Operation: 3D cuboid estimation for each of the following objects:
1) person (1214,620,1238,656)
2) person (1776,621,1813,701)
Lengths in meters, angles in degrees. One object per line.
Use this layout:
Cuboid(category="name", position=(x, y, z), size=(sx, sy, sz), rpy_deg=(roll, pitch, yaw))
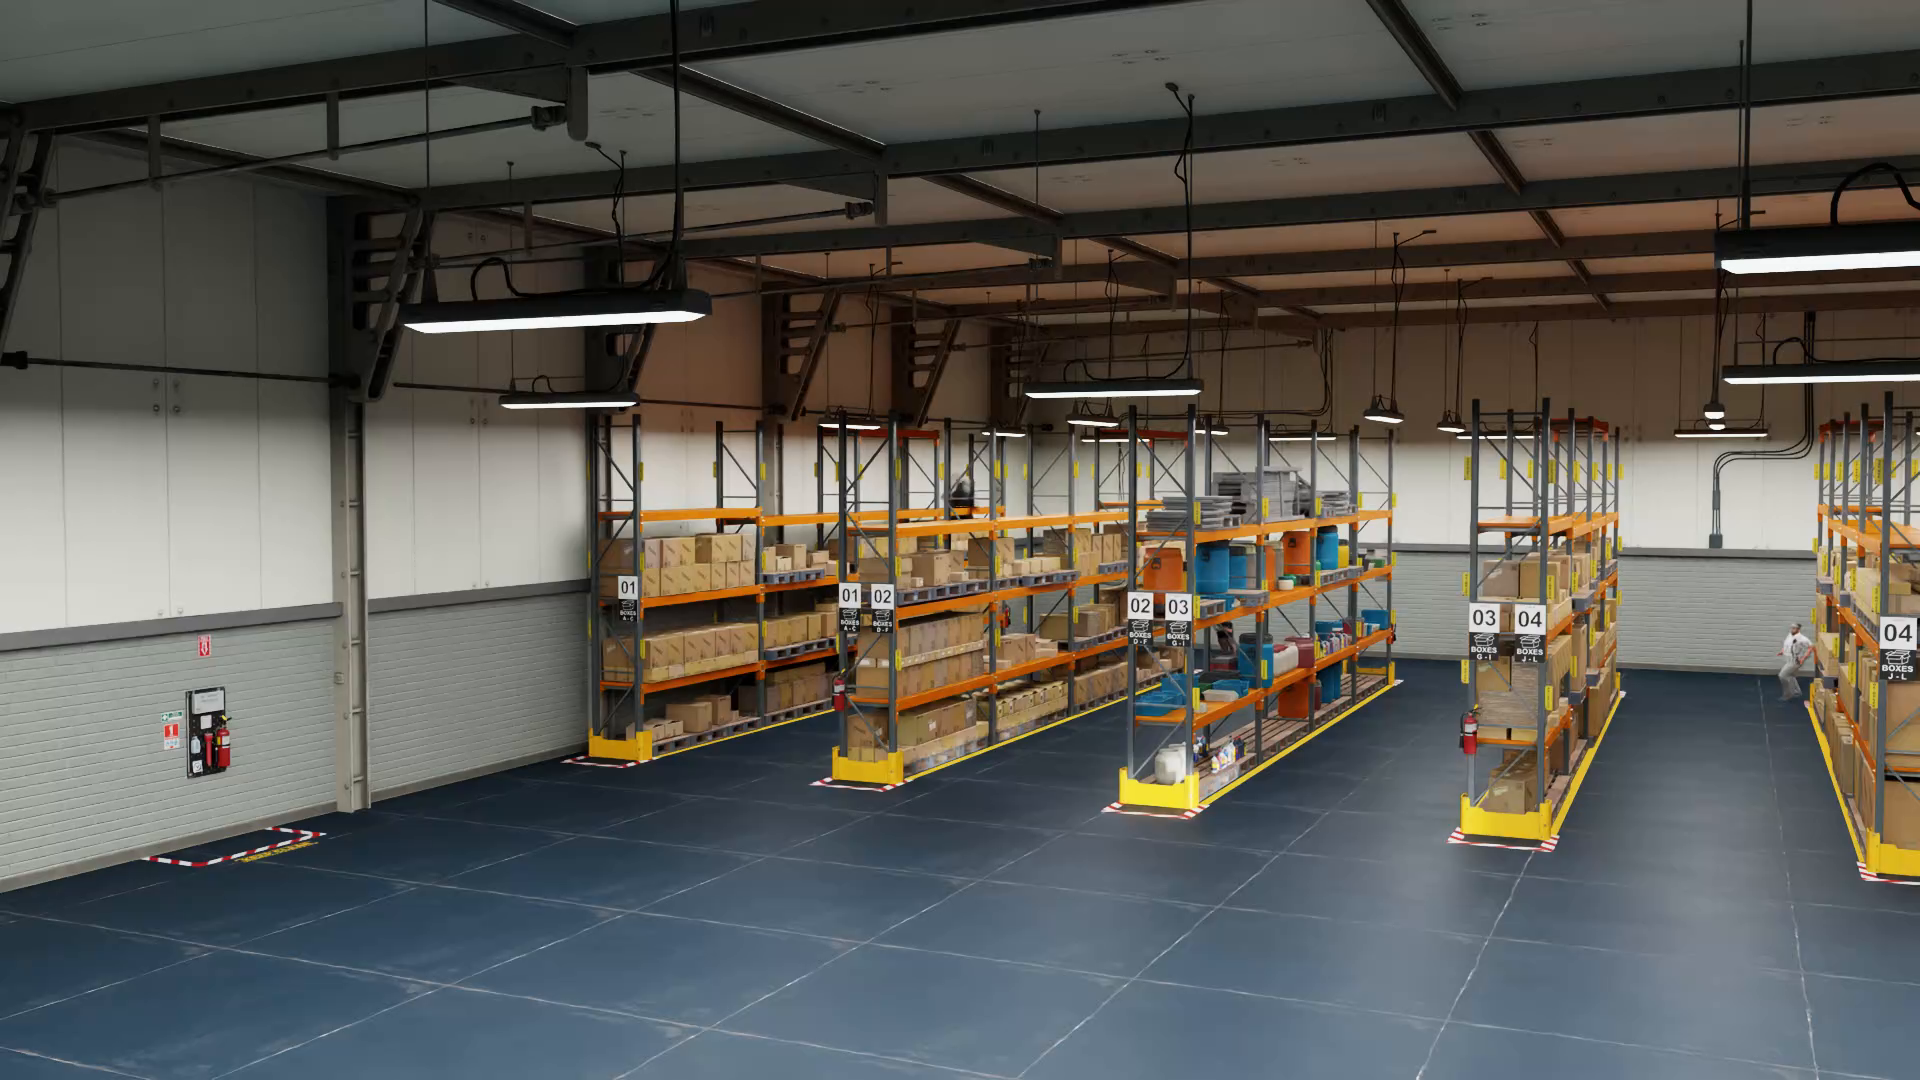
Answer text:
Cuboid(category="person", position=(6.588, 2.449, 41.273), size=(0.663, 1.706, 0.890), rpy_deg=(-1, 3, -28))
Cuboid(category="person", position=(18.169, 2.659, 36.236), size=(0.680, 1.797, 0.725), rpy_deg=(0, 2, -4))
